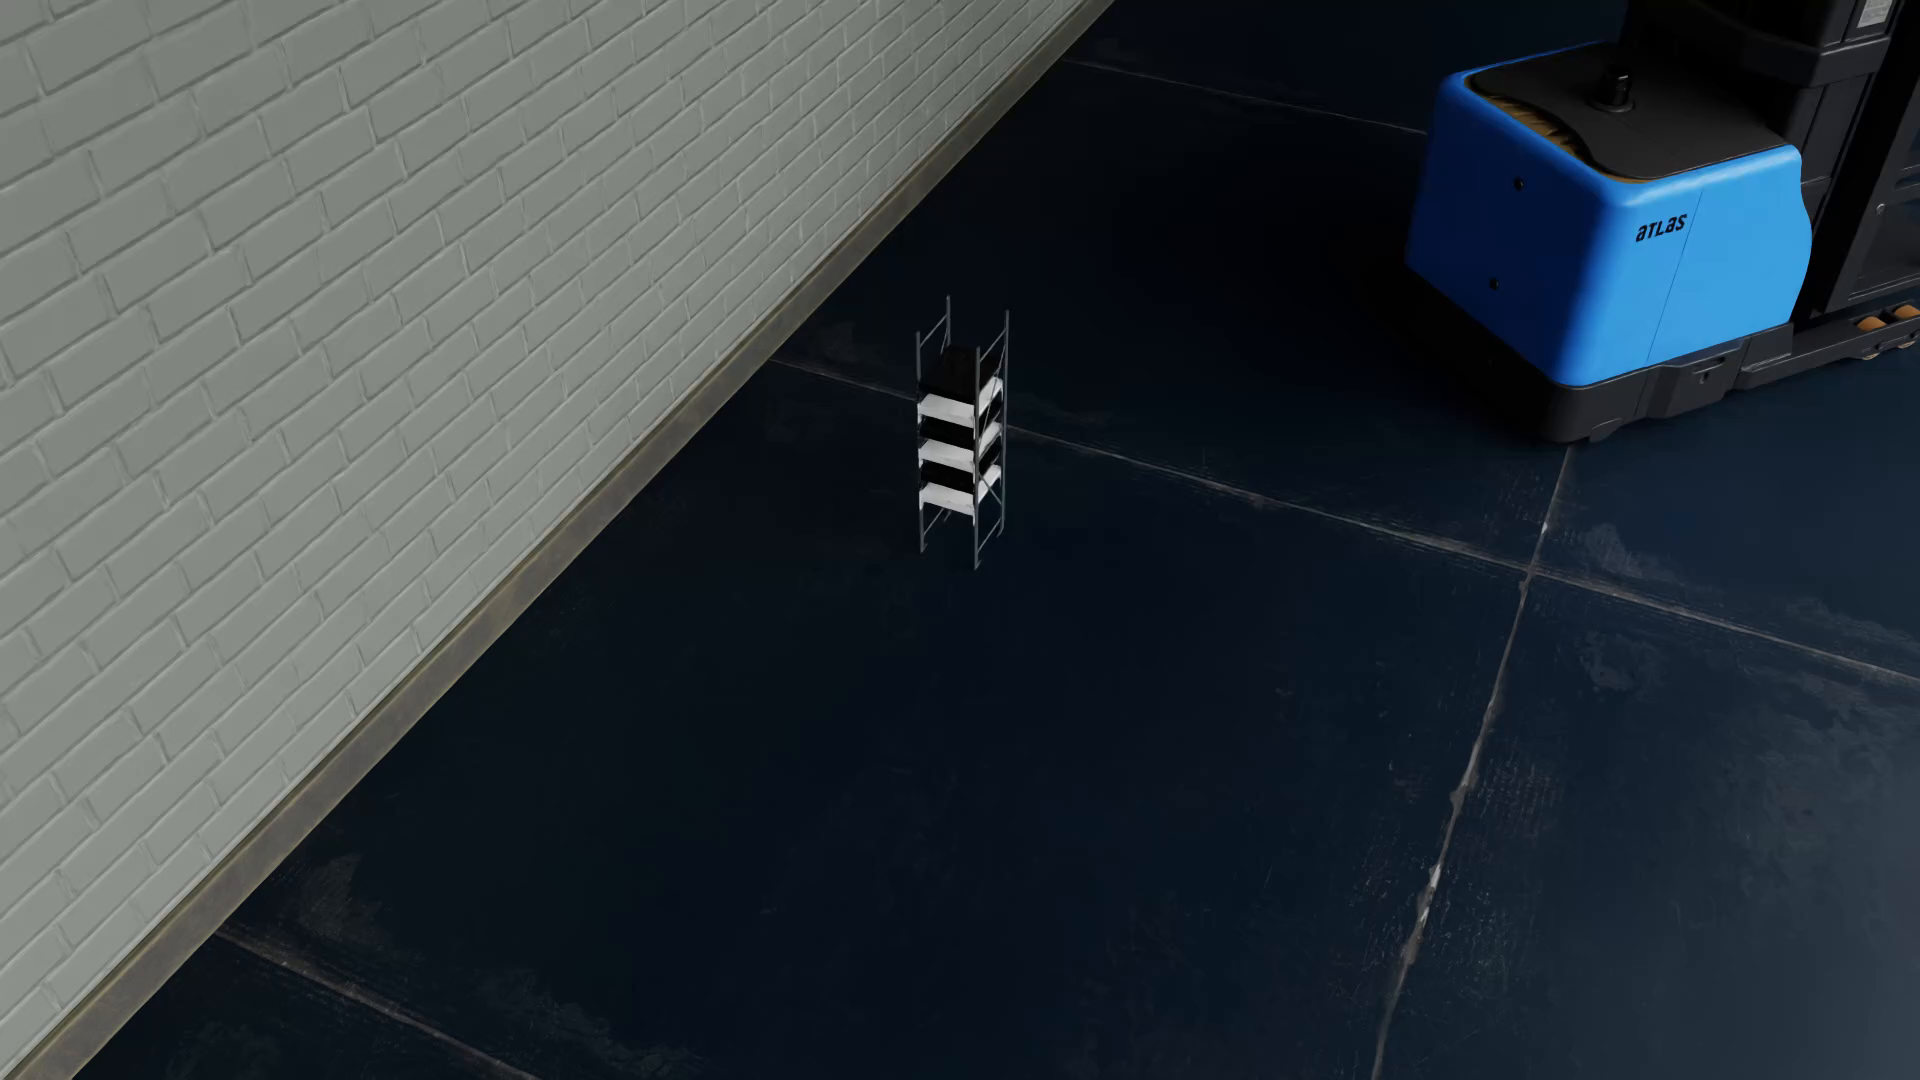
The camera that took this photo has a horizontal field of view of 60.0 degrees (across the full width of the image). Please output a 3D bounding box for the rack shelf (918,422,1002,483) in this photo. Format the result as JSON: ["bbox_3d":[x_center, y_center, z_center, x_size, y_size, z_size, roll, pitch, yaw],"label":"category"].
[{"bbox_3d":[0.007,-0.313,5.474,0.200,0.077,0.258,17,44,19],"label":"rack shelf"}]

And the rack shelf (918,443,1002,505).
[{"bbox_3d":[0.007,-0.245,5.533,0.200,0.077,0.258,17,44,19],"label":"rack shelf"}]

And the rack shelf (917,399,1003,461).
[{"bbox_3d":[0.007,-0.381,5.416,0.200,0.077,0.258,17,44,19],"label":"rack shelf"}]

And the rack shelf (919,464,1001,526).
[{"bbox_3d":[0.007,-0.177,5.592,0.200,0.077,0.258,17,44,19],"label":"rack shelf"}]

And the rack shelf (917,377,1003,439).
[{"bbox_3d":[0.007,-0.449,5.357,0.200,0.077,0.258,17,44,19],"label":"rack shelf"}]

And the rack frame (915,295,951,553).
[{"bbox_3d":[-0.085,-0.366,5.485,0.006,0.900,0.240,17,44,19],"label":"rack frame"}]

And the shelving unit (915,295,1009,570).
[{"bbox_3d":[0.007,-0.338,5.453,0.210,0.900,0.258,17,44,19],"label":"shelving unit"}]

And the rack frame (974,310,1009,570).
[{"bbox_3d":[0.099,-0.310,5.420,0.006,0.900,0.240,17,44,19],"label":"rack frame"}]

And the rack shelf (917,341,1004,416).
[{"bbox_3d":[0.007,-0.517,5.298,0.200,0.077,0.258,17,44,19],"label":"rack shelf"}]

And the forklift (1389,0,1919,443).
[{"bbox_3d":[3.288,-2.115,5.953,3.031,2.935,1.130,-17,44,-19],"label":"forklift"}]
